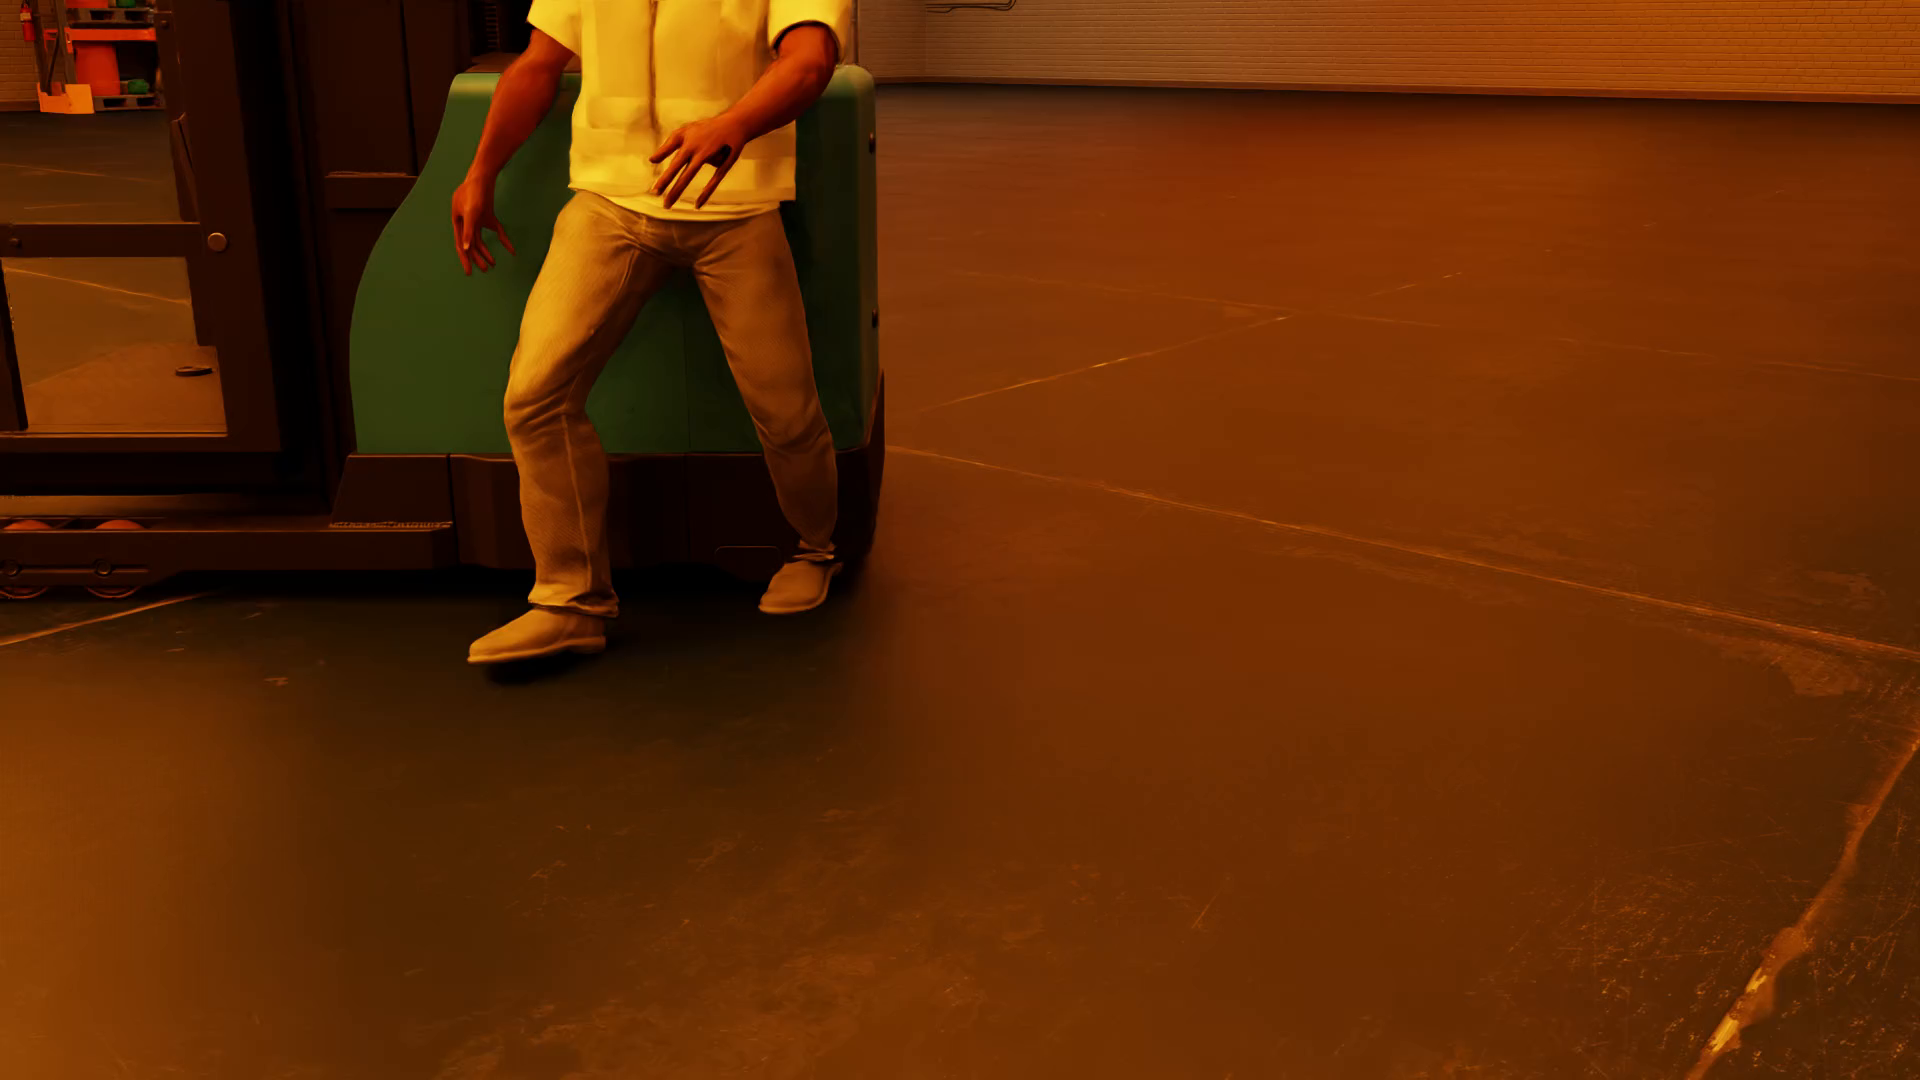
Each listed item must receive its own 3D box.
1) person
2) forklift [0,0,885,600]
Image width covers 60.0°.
[{"bbox_3d":[-0.595,-0.616,3.091,0.791,1.703,0.835,2,17,7],"label":"person"},{"bbox_3d":[-1.712,-1.431,3.610,3.031,2.935,1.130,0,17,-1],"label":"forklift"}]
